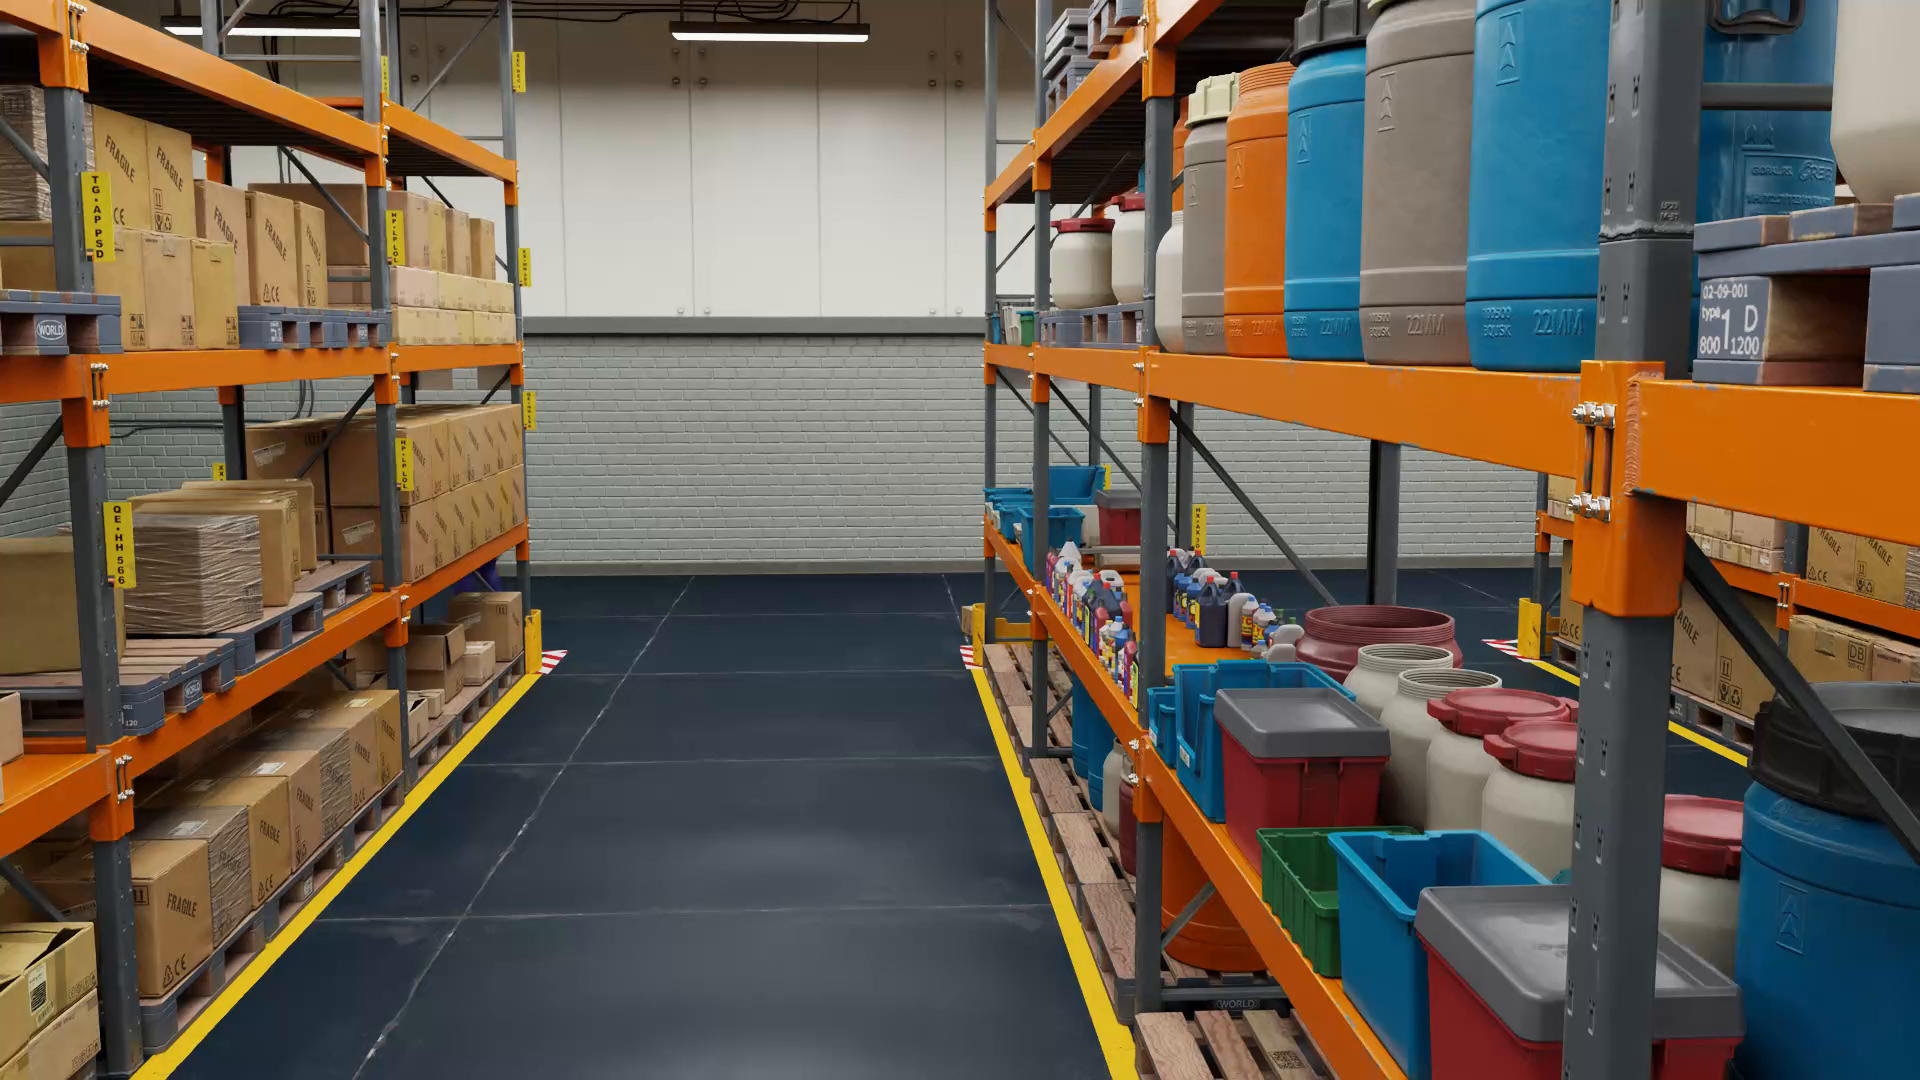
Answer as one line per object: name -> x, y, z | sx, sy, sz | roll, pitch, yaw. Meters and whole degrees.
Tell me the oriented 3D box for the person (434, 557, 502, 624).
person -> -4.919, 0.005, 16.673 | 0.627, 1.638, 0.539 | 0, 7, 2
